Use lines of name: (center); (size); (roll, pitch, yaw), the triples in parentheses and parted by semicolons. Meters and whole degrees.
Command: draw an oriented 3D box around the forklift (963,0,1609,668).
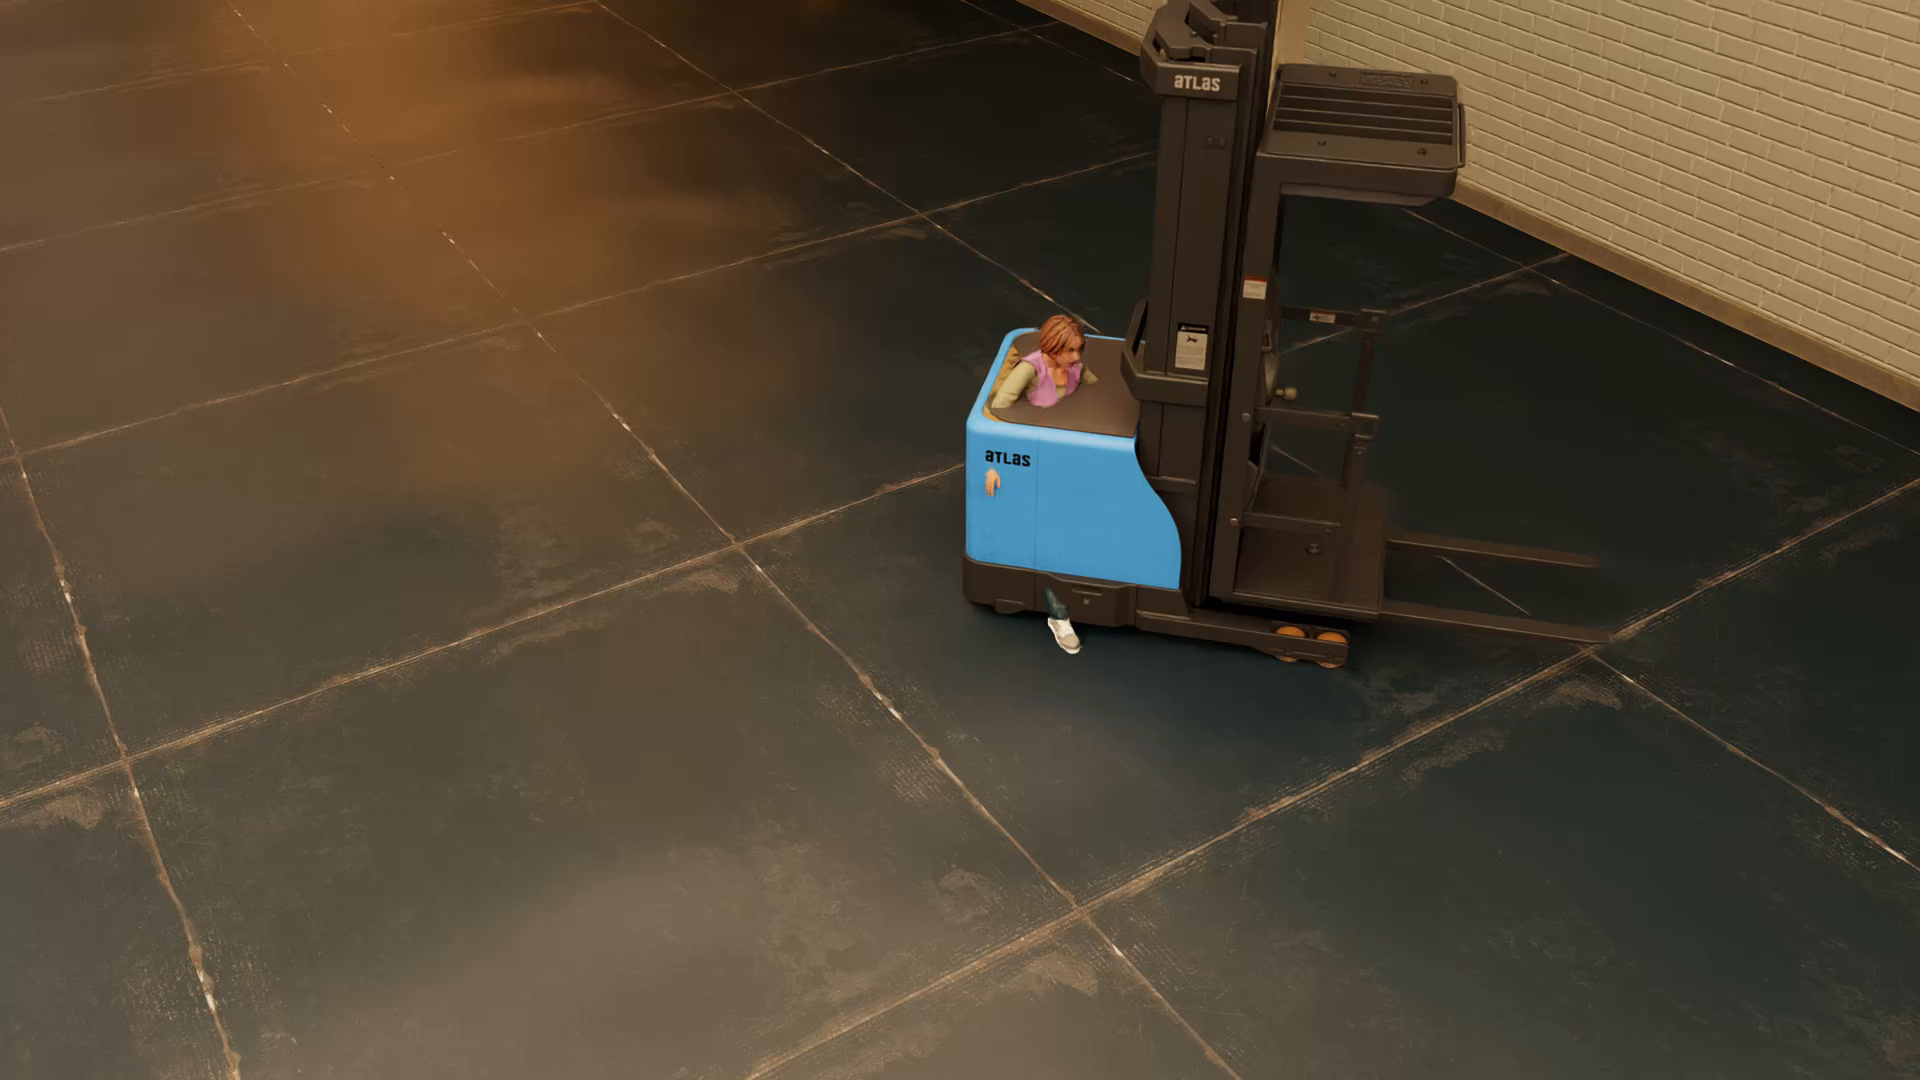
forklift: (1.588, -0.935, 7.478); (3.031, 2.935, 1.130); (8, 36, 11)

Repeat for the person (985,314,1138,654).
person: (0.485, -0.293, 7.843); (0.720, 1.470, 0.726); (-26, 42, -32)
